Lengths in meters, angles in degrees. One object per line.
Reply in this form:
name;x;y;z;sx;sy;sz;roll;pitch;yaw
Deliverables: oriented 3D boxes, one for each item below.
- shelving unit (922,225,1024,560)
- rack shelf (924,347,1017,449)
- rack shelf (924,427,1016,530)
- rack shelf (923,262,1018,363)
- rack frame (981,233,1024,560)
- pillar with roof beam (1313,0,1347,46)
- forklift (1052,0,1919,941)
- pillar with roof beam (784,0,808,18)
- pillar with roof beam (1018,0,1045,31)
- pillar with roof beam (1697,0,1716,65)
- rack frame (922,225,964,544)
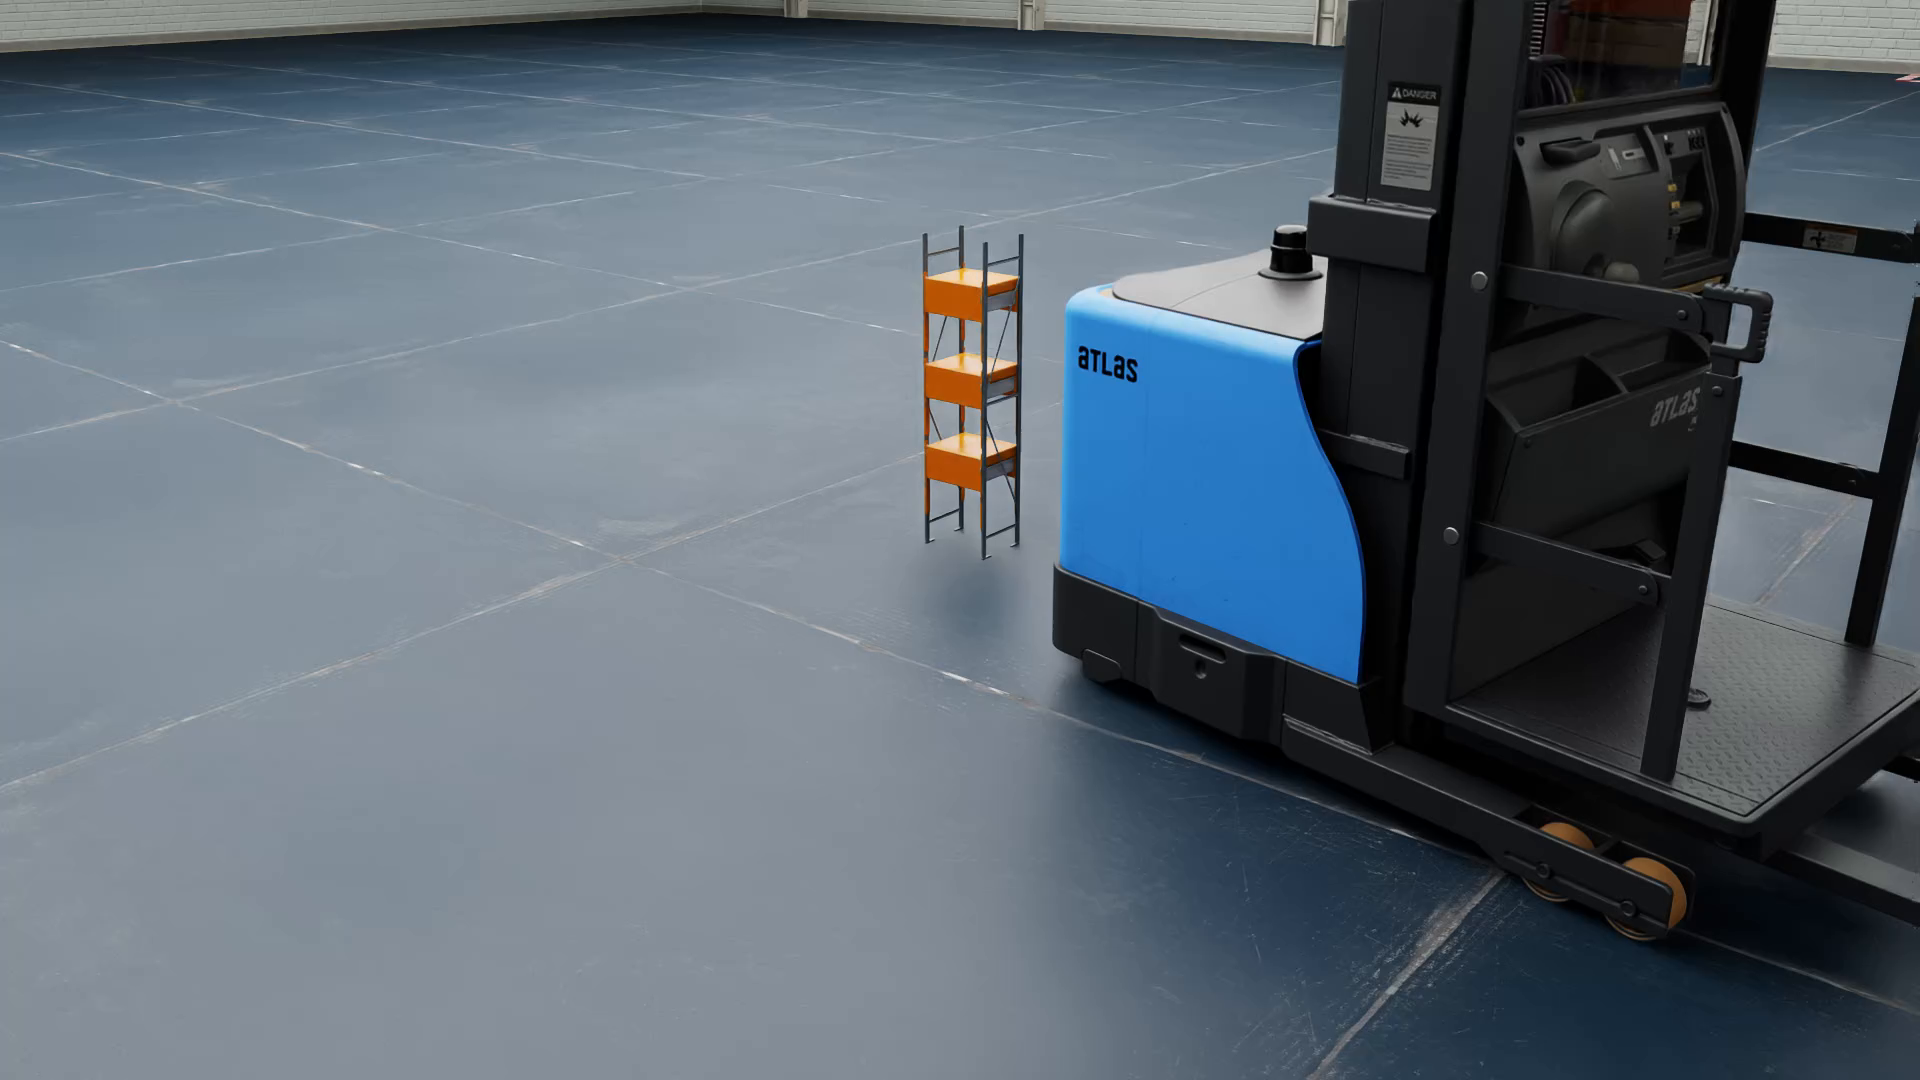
shelving unit;0.041;-0.479;5.451;0.252;1.050;0.215;16;26;36
rack shelf;0.041;-0.469;5.455;0.240;0.259;0.215;16;26;36
rack shelf;0.041;-0.209;5.553;0.240;0.259;0.215;16;26;36
rack shelf;0.041;-0.735;5.355;0.240;0.259;0.215;16;26;36
rack frame;0.136;-0.452;5.379;0.008;1.050;0.200;16;26;36
pillar with roof beam;3.230;-11.039;22.188;0.400;9.000;9.100;16;26;36
forklift;1.611;-0.741;3.479;1.130;2.935;3.031;-17;27;-38
pillar with roof beam;-6.067;-13.716;29.288;0.400;9.000;9.100;16;26;36
pillar with roof beam;-1.419;-12.378;25.738;0.400;9.000;9.100;16;26;36
pillar with roof beam;7.878;-9.701;18.639;0.400;9.000;9.100;16;26;36
rack frame;-0.053;-0.507;5.523;0.008;1.050;0.200;16;26;36
